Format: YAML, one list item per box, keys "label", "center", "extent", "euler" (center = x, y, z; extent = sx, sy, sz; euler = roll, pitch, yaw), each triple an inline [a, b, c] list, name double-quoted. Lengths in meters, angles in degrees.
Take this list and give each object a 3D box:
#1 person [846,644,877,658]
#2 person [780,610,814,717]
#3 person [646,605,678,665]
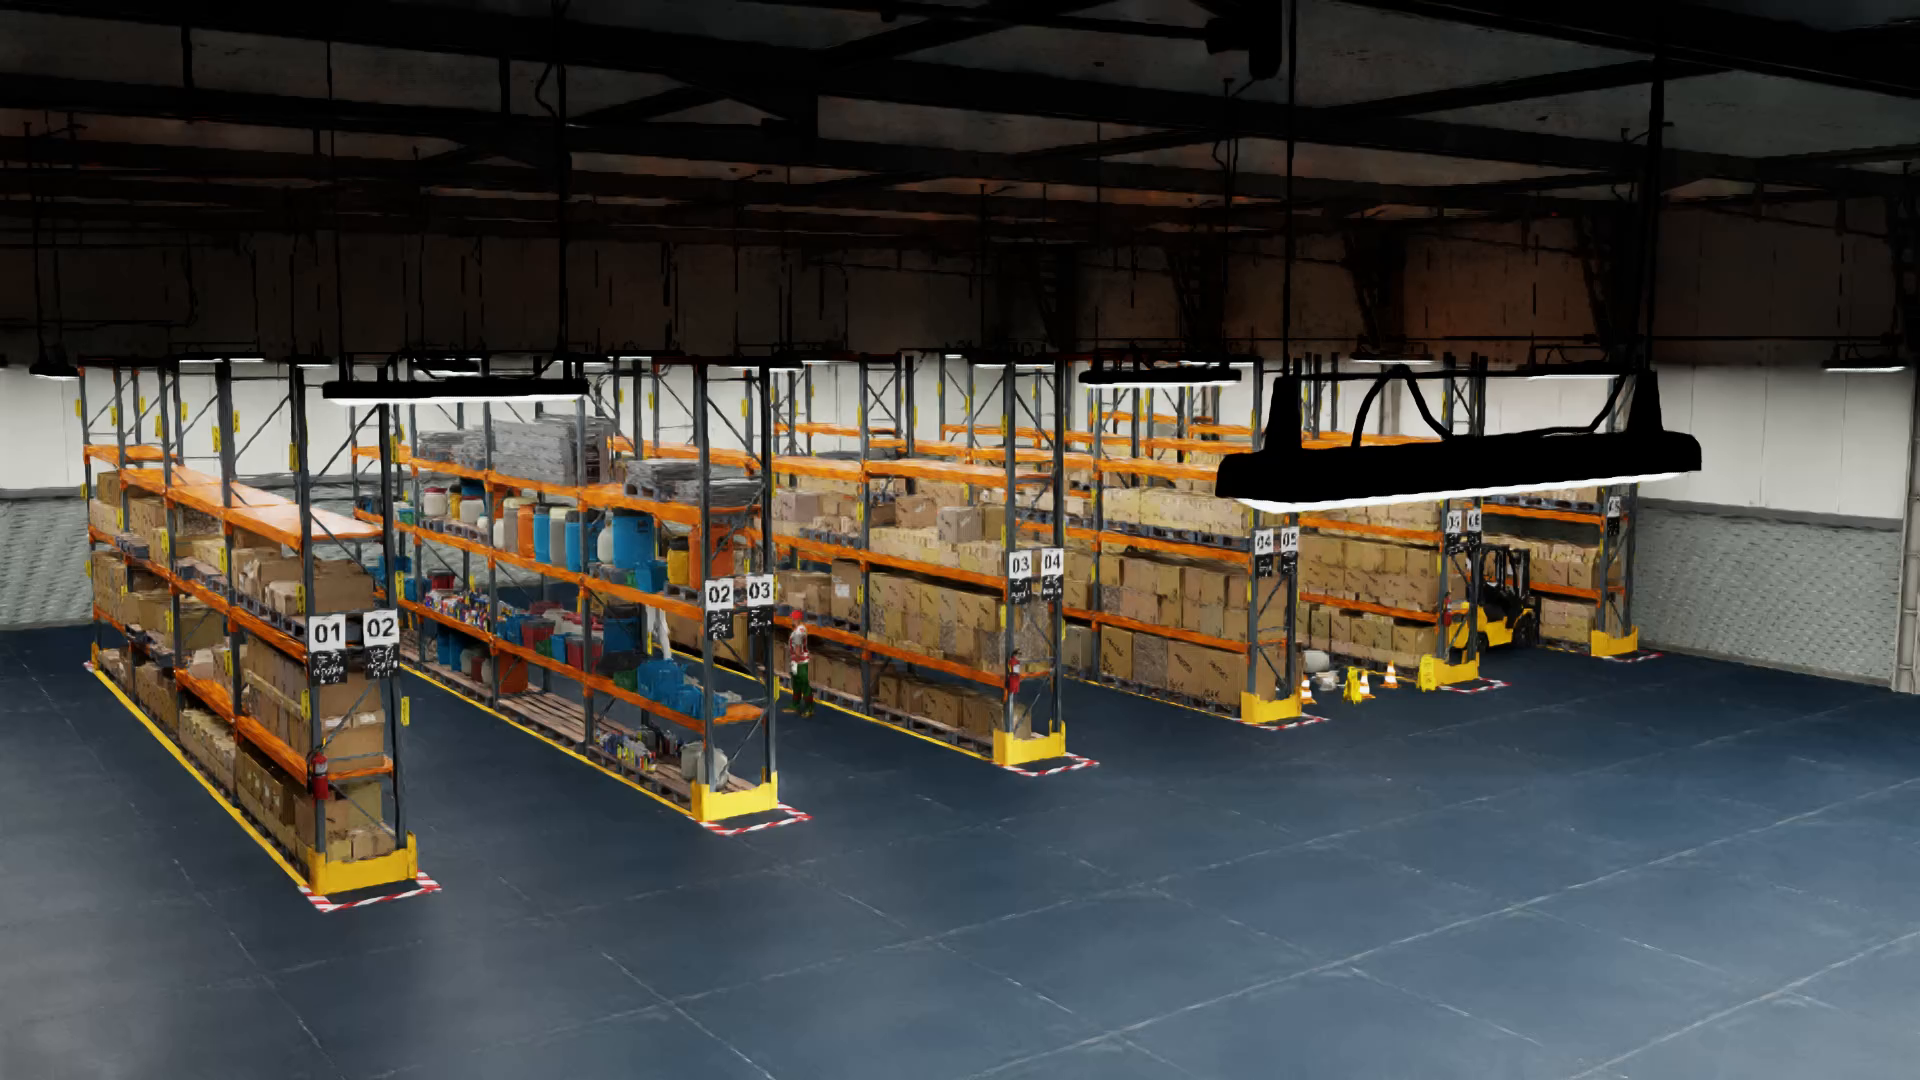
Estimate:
- label: "person"
  center: [-1.902, 1.681, 31.801]
  extent: [0.479, 1.550, 1.090]
  euler: [-4, 8, -33]
- label: "person"
  center: [-2.749, 2.051, 27.910]
  extent: [0.577, 1.782, 0.655]
  euler: [-1, 7, -5]
- label: "person"
  center: [-5.874, 1.594, 32.003]
  extent: [0.598, 1.698, 1.194]
  euler: [-4, 8, -33]
